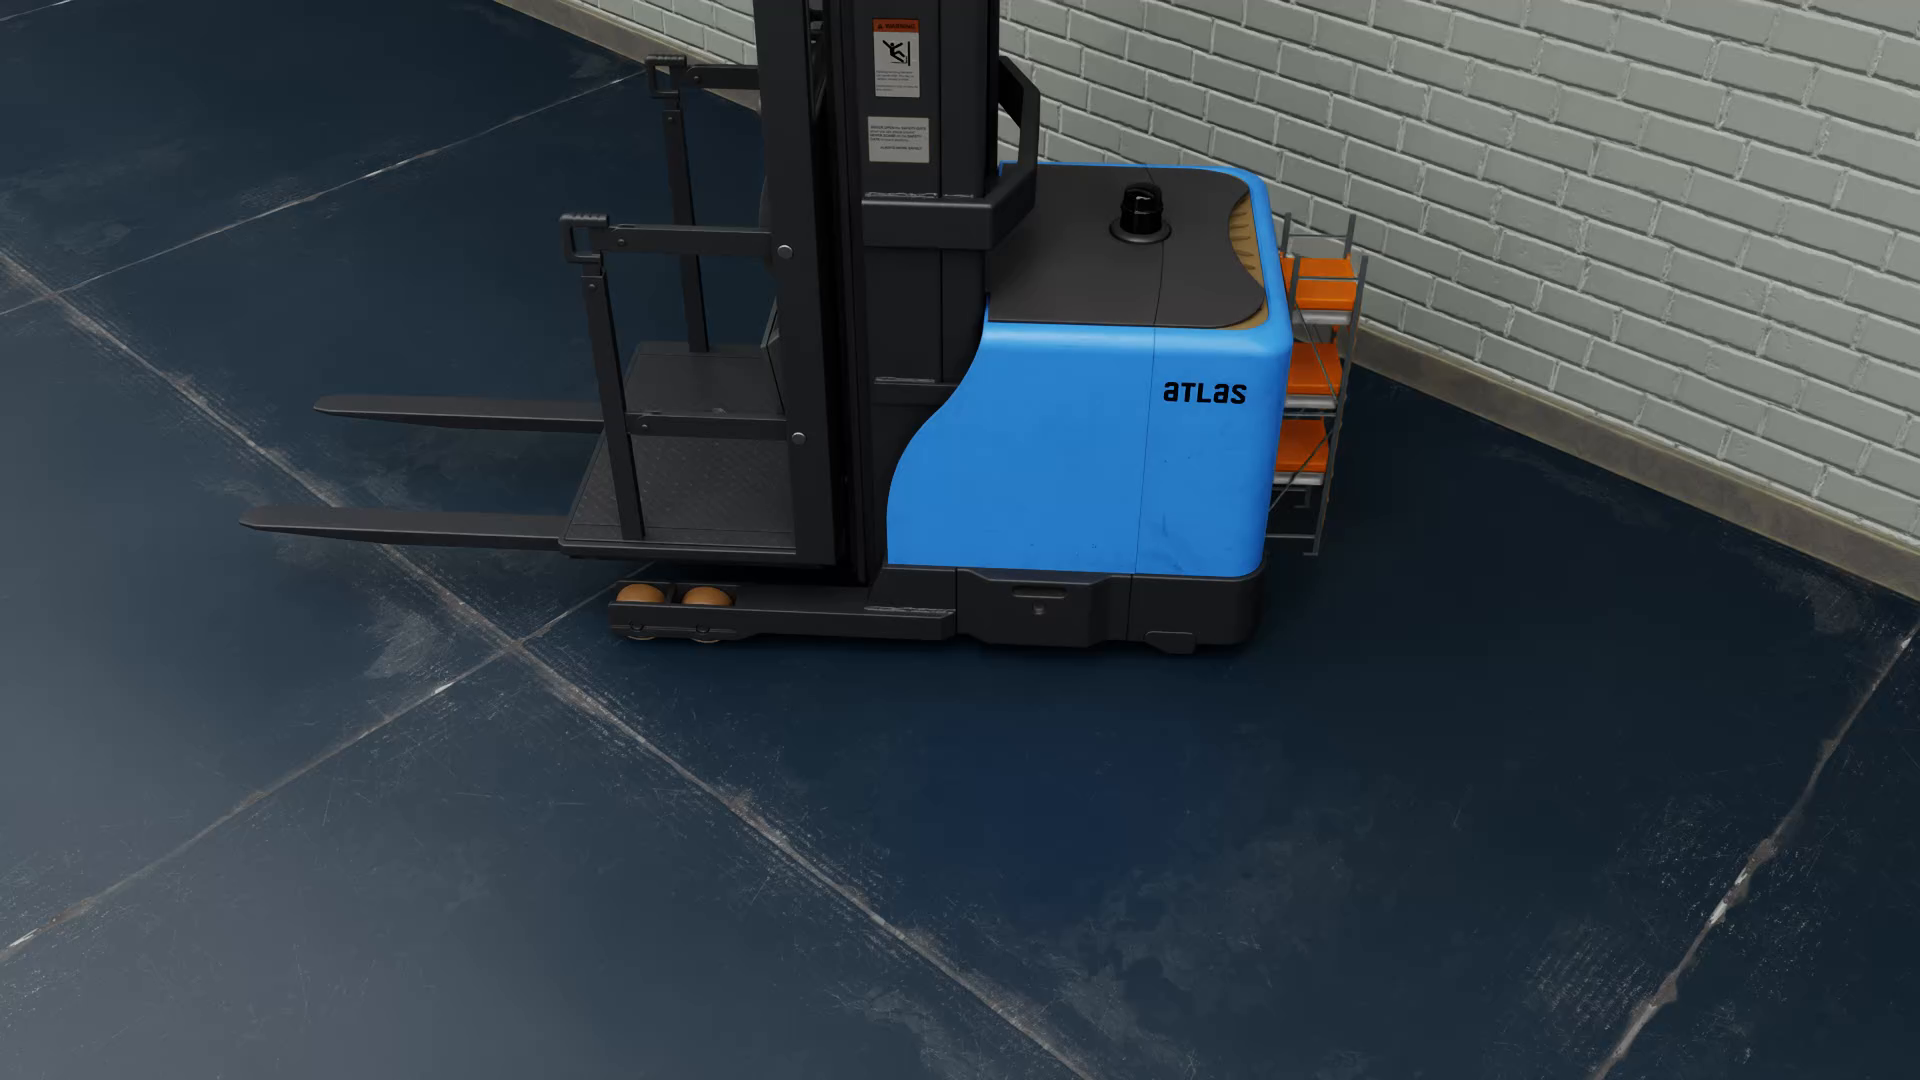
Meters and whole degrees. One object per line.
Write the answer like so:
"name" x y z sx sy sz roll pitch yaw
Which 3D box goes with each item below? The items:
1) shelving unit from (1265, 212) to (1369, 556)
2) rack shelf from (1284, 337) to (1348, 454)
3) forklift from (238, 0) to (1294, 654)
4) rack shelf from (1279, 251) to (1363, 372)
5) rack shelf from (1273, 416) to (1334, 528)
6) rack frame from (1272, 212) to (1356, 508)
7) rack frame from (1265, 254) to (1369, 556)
"shelving unit" 1.021 -0.442 4.963 0.215 1.050 0.252 2 39 2
"rack shelf" 1.021 -0.434 4.969 0.215 0.259 0.240 2 39 2
"forklift" -0.622 -1.172 4.369 3.031 2.935 1.130 2 39 3
"rack shelf" 1.021 -0.656 4.793 0.215 0.259 0.240 2 39 2
"rack shelf" 1.021 -0.216 5.142 0.215 0.259 0.240 2 39 2
"rack frame" 1.027 -0.518 5.058 0.200 1.050 0.008 2 39 2
"rack frame" 1.015 -0.366 4.867 0.200 1.050 0.008 2 39 2
